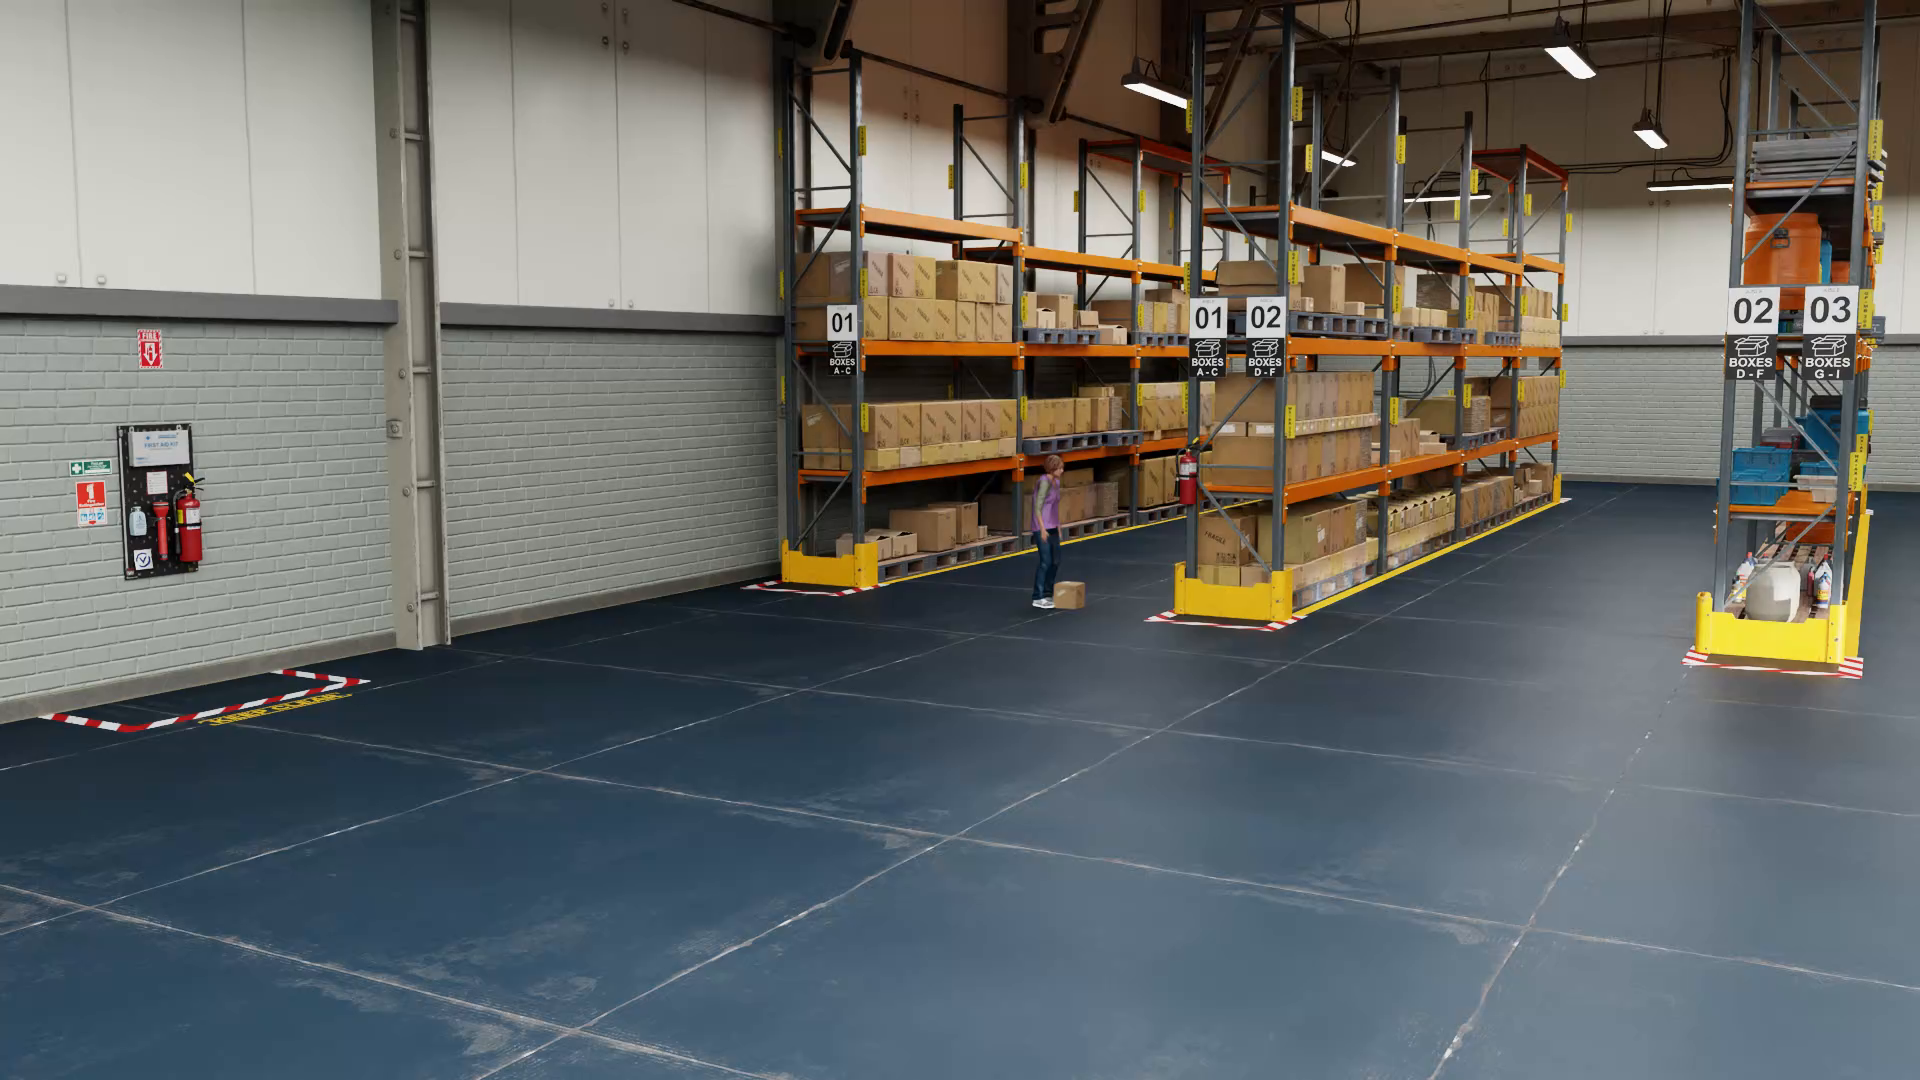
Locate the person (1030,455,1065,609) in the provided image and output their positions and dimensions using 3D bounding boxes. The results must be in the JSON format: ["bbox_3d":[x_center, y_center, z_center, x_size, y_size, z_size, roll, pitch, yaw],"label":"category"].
[{"bbox_3d":[0.923,-0.097,17.472,0.345,1.591,0.464,3,7,26],"label":"person"}]
